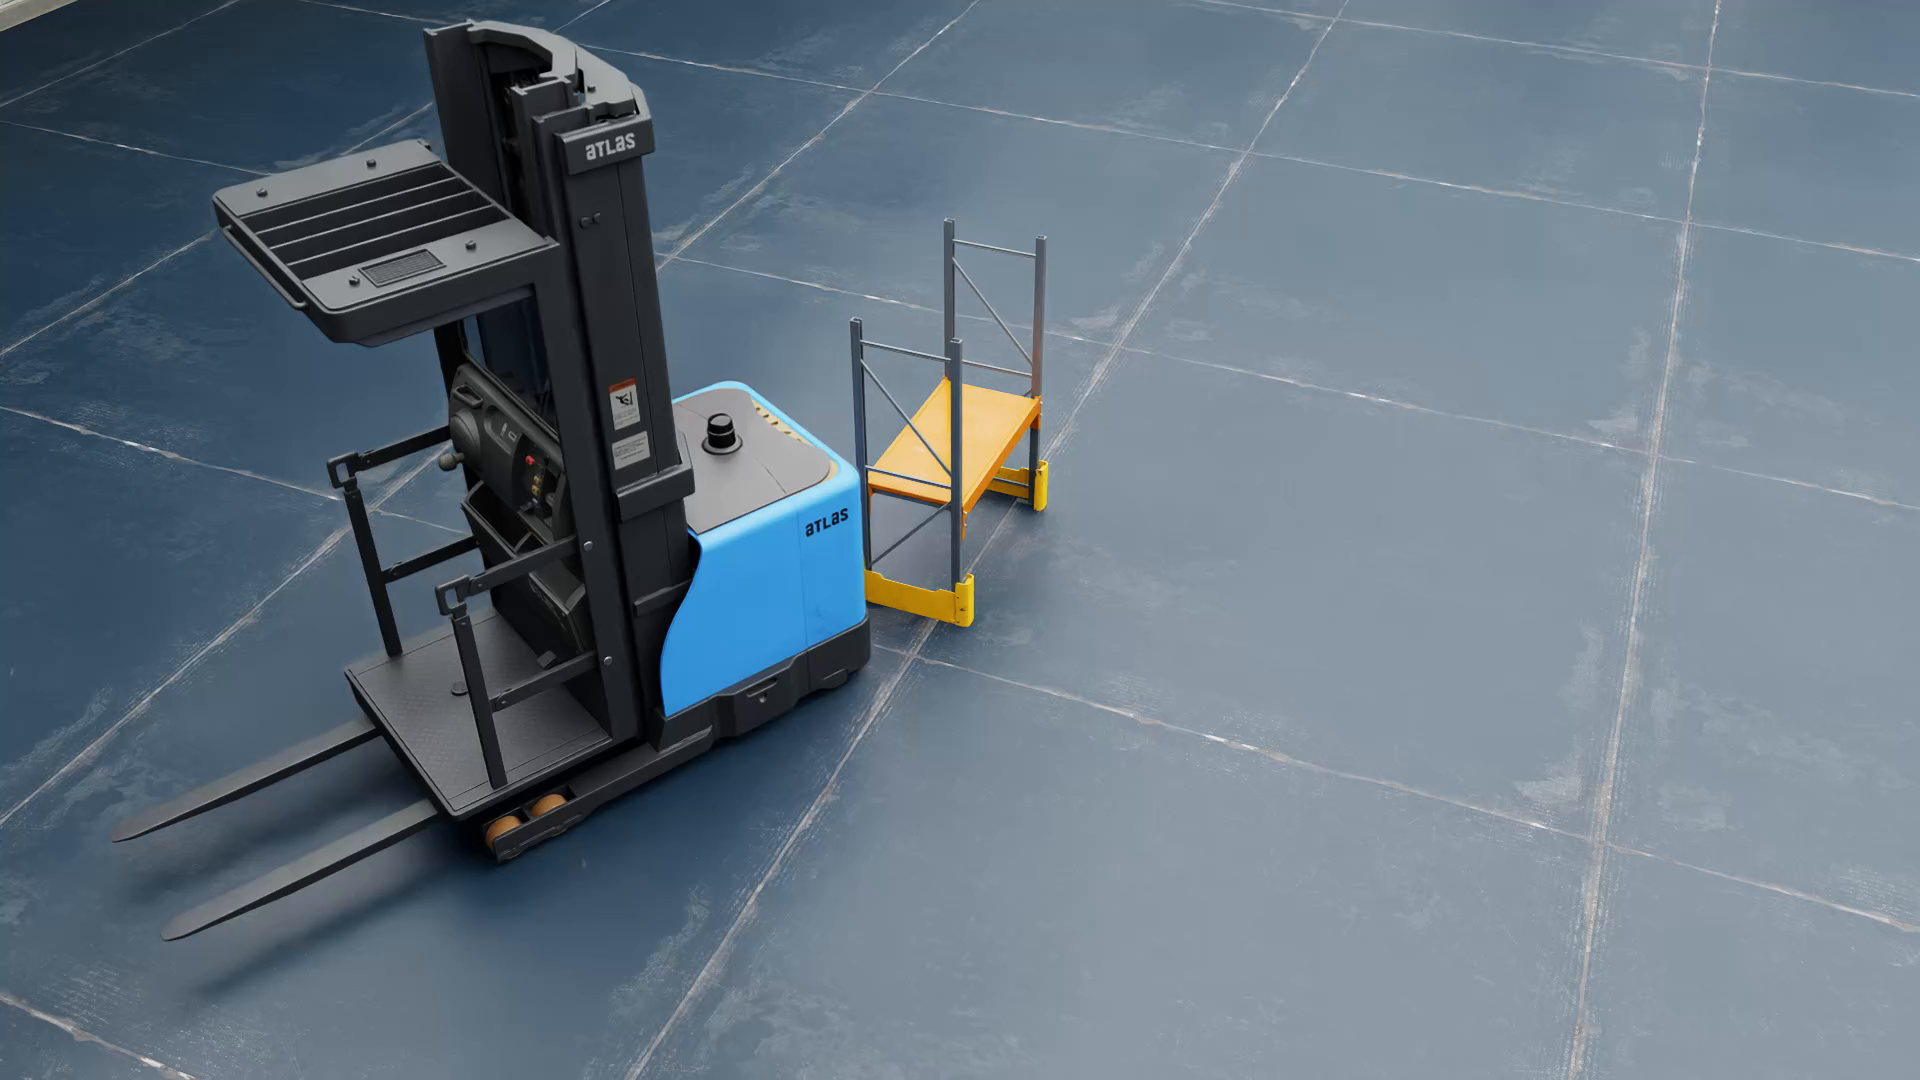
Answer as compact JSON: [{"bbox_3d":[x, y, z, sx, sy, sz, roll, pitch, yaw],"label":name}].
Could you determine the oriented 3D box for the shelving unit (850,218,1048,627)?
[{"bbox_3d":[-0.029,-0.559,7.745,0.587,1.500,1.083,14,39,18],"label":"shelving unit"}]

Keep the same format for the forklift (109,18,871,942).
[{"bbox_3d":[-1.869,-0.275,6.170,3.031,2.935,1.130,-25,44,-30],"label":"forklift"}]

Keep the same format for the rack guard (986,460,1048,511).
[{"bbox_3d":[0.160,-0.334,8.488,0.587,0.250,0.087,14,39,18],"label":"rack guard"}]

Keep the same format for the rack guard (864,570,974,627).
[{"bbox_3d":[-0.218,0.218,7.750,0.587,0.250,0.087,14,39,18],"label":"rack guard"}]

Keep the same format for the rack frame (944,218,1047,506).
[{"bbox_3d":[0.161,-0.835,8.114,0.500,1.500,0.032,14,39,18],"label":"rack frame"}]

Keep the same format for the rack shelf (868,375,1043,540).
[{"bbox_3d":[-0.032,-0.409,7.845,0.538,0.185,1.000,14,39,18],"label":"rack shelf"}]

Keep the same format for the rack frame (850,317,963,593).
[{"bbox_3d":[-0.226,-0.272,7.361,0.500,1.500,0.032,14,39,18],"label":"rack frame"}]
